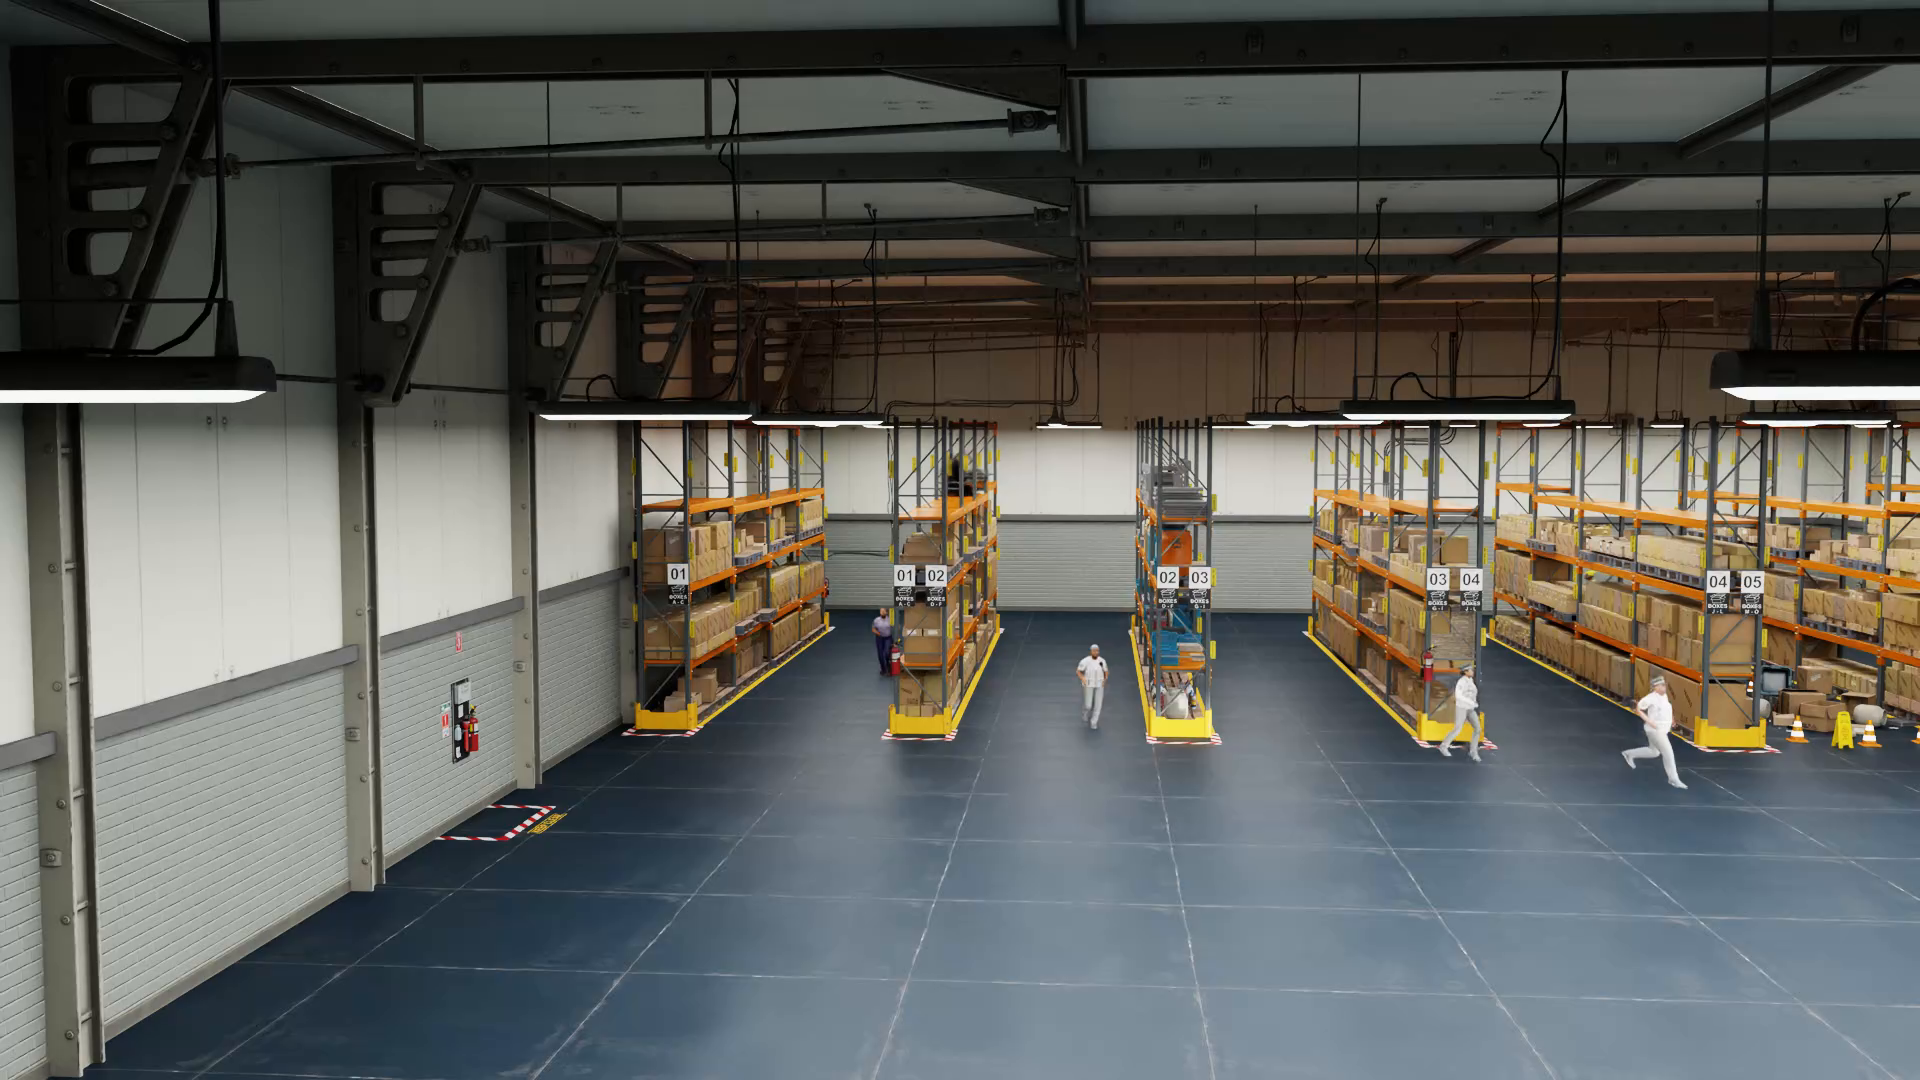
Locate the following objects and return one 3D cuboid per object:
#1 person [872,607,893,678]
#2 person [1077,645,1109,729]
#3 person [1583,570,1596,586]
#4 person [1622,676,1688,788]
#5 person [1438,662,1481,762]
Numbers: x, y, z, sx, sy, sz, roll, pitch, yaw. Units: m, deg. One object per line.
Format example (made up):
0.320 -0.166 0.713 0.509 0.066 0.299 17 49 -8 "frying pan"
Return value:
-1.751 2.395 38.748 0.619 1.692 0.691 1 4 8 "person"
2.583 2.828 32.110 0.633 1.597 0.531 -1 4 -9 "person"
17.840 1.765 47.088 0.830 1.824 0.681 0 4 3 "person"
11.331 3.095 27.085 1.108 1.792 0.633 3 5 41 "person"
8.836 2.988 29.108 0.664 1.716 0.764 -4 5 -44 "person"
